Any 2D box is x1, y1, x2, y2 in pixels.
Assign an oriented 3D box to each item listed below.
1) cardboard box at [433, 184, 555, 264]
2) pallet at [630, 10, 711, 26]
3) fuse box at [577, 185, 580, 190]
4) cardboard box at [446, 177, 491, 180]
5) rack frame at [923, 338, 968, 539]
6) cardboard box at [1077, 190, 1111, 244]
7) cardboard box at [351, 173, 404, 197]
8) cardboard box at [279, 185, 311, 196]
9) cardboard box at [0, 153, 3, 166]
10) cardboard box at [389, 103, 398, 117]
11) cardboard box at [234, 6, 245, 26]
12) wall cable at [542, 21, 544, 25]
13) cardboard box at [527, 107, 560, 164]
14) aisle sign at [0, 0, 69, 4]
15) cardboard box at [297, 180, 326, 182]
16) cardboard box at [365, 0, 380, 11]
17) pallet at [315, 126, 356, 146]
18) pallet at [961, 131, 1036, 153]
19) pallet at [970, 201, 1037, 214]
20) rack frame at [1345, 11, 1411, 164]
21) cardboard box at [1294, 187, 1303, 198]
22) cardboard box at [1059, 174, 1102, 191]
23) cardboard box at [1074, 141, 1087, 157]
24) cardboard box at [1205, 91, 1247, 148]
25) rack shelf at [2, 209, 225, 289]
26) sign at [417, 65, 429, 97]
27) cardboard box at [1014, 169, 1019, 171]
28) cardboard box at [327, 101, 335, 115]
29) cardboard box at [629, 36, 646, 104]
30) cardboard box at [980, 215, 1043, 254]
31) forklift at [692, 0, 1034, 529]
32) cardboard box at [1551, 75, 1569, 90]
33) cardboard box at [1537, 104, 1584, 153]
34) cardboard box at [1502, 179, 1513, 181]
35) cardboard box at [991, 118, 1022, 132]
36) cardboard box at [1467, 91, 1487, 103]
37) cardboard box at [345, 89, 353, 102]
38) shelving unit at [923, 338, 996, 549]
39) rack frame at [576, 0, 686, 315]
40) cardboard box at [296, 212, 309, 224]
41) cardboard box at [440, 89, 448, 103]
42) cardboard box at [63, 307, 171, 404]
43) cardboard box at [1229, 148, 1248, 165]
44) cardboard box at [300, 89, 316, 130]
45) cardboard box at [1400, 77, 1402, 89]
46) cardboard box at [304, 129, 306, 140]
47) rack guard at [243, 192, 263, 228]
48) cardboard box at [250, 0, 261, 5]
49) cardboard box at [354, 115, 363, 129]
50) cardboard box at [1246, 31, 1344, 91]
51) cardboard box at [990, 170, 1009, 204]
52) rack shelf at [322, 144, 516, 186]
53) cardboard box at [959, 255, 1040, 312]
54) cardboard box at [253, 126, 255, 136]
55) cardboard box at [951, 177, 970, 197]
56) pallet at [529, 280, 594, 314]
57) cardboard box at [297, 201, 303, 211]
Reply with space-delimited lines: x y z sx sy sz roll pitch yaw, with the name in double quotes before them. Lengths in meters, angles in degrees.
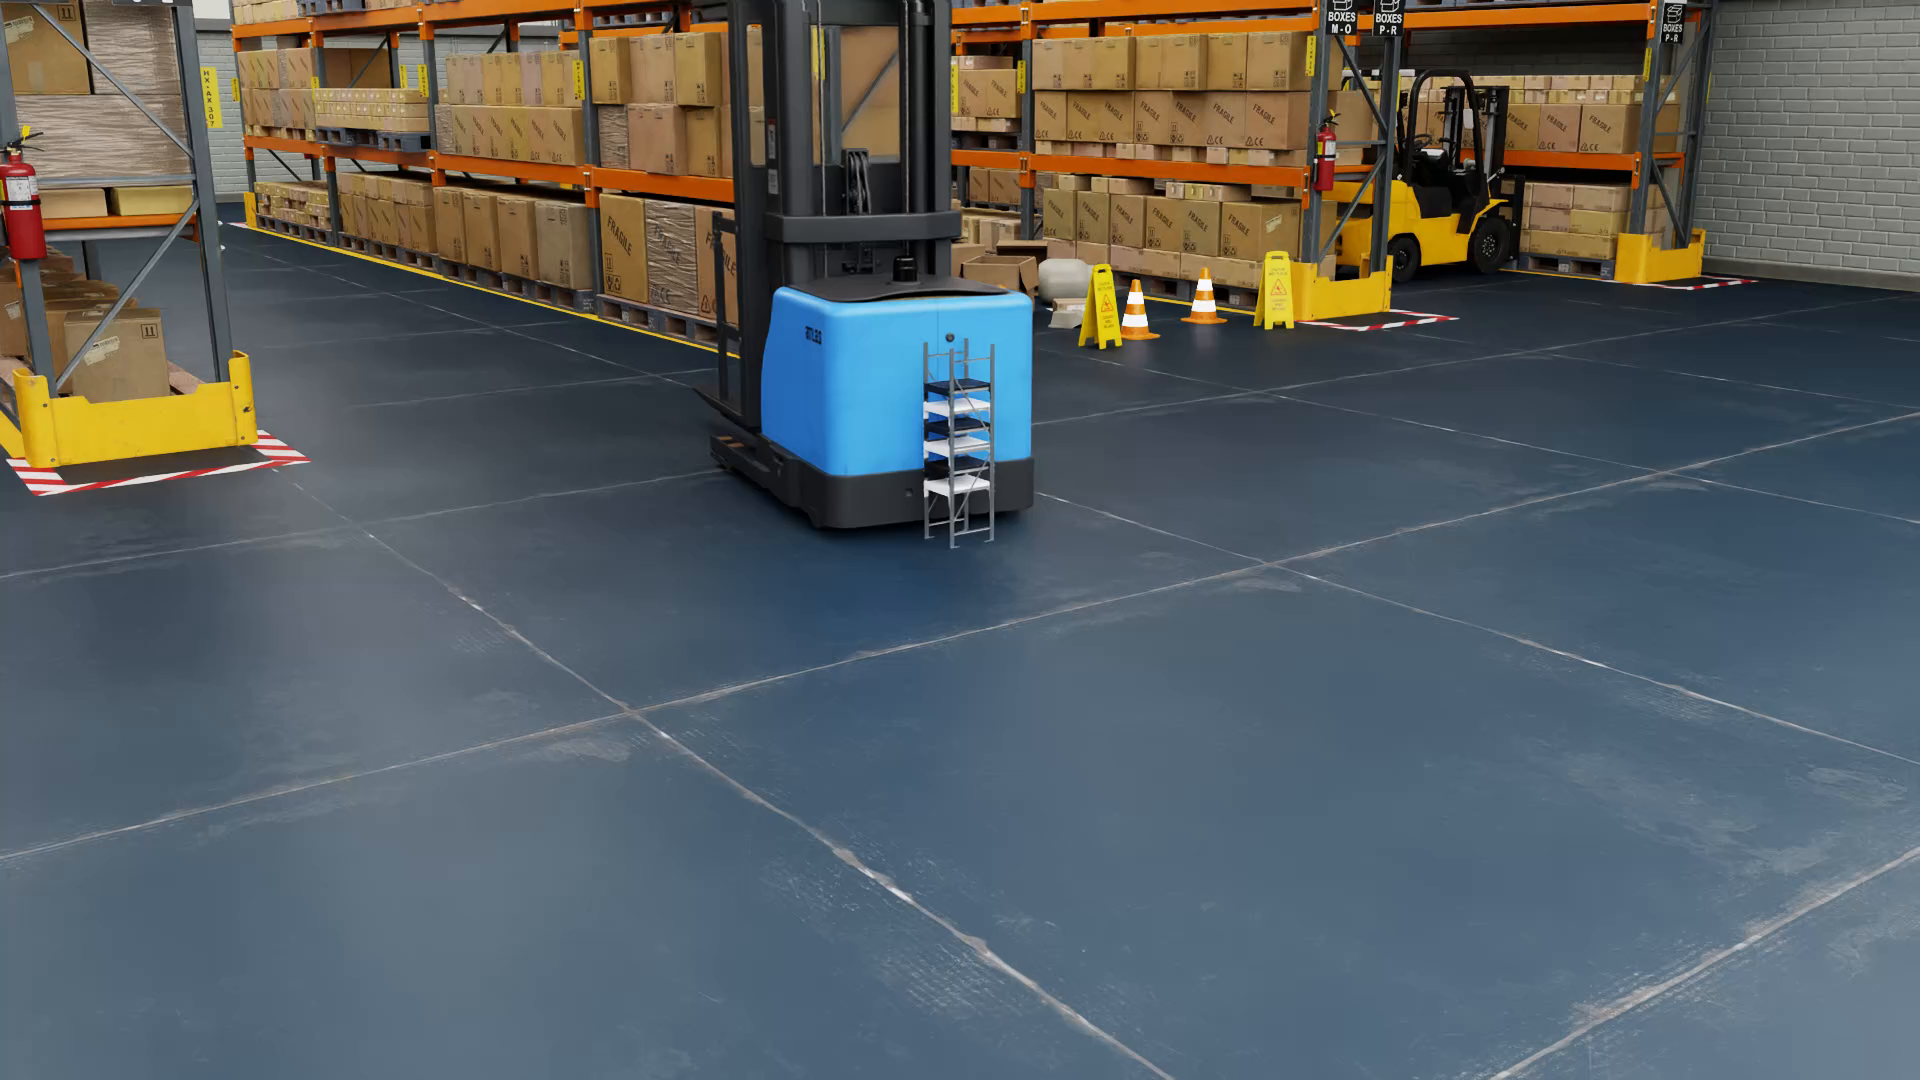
"cardboard box" -4.926 -3.369 17.668 1.050 0.750 0.750 -11 19 -35
"pallet" -4.091 -7.620 24.220 1.003 0.211 1.213 -11 19 -35
"fuse box" -7.519 -7.767 32.714 0.539 1.711 0.414 -11 19 -35
"cardboard box" -5.719 -4.047 19.199 0.500 0.250 0.500 -11 19 -35
"rack frame" -0.062 -0.457 7.542 0.240 0.900 0.006 -10 18 -33
"cardboard box" 1.538 -3.289 16.902 0.500 0.500 0.500 -10 18 -32
"cardboard box" -7.027 -4.296 20.109 0.500 0.250 0.500 -10 18 -33
"cardboard box" -9.209 -4.839 23.051 0.380 0.149 0.250 -10 18 -32
"cardboard box" -5.271 -2.340 9.692 0.875 0.500 0.500 -11 19 -35
"cardboard box" -6.028 -4.712 18.226 0.380 0.149 0.250 -10 18 -32
"cardboard box" -9.857 -7.343 23.323 0.500 0.250 0.500 -10 18 -33
"wall cable" -8.932 -11.074 30.991 2.355 3.000 0.029 -11 19 -35
"cardboard box" -3.679 -3.767 15.469 0.500 0.500 0.500 -11 19 -35
"aisle sign" -4.785 -3.133 8.416 0.394 0.787 0.004 -11 19 -35
"cardboard box" -9.398 -5.144 24.168 0.380 0.149 0.250 -11 19 -34
"cardboard box" -6.347 -6.185 18.620 0.500 0.500 0.500 -11 19 -35
"pallet" -7.231 -4.971 20.420 1.003 0.211 1.213 -11 19 -35
"pallet" 0.754 -4.424 18.422 1.003 0.211 1.213 -11 19 -35
"pallet" 0.904 -5.298 26.533 1.003 0.211 1.213 -11 19 -35
"rack frame" 5.098 -5.102 20.536 1.000 3.000 0.127 -11 19 -35
"cardboard box" 4.783 -4.269 21.195 0.875 0.625 0.625 -10 18 -32
"cardboard box" 1.239 -3.678 17.096 0.380 0.149 0.250 -11 19 -34
"cardboard box" 1.383 -3.995 16.966 0.380 0.149 0.250 -11 19 -35
"cardboard box" 2.605 -3.849 15.206 0.500 0.500 0.500 -11 19 -34
"rack shelf" -5.754 -2.019 10.633 1.077 0.370 4.000 -11 19 -35
"sign" -5.644 -4.829 17.496 0.100 0.325 0.005 -11 19 -35
"cardboard box" 1.065 -5.787 25.748 0.380 0.149 0.250 -11 19 -35
"cardboard box" -7.397 -5.209 20.042 0.380 0.149 0.250 -10 18 -33
"cardboard box" -2.252 -3.951 13.999 0.875 0.550 0.550 -11 19 -35
"cardboard box" 0.775 -3.378 18.418 0.950 0.372 0.625 -11 19 -34
"forklift" -0.710 -1.809 8.632 1.130 2.935 3.031 -7 17 -23
"cardboard box" 6.637 -4.961 18.037 0.380 0.149 0.250 -11 19 -34
"cardboard box" 6.651 -4.473 18.047 0.500 0.500 0.500 -10 18 -33
"cardboard box" 6.026 -3.980 18.956 0.500 0.250 0.500 -11 19 -36
"cardboard box" 0.560 -4.479 17.941 0.380 0.149 0.250 -11 19 -34
"cardboard box" 5.966 -5.021 18.822 0.380 0.149 0.250 -11 19 -36
"cardboard box" -6.942 -5.186 19.397 0.380 0.149 0.250 -10 18 -32
"shelving unit" -0.004 -0.435 7.461 0.258 0.900 0.210 -10 18 -33
"rack frame" -2.859 -3.541 14.832 1.000 3.000 0.127 -11 19 -35
"cardboard box" -8.678 -4.329 22.315 0.380 0.149 0.250 -11 19 -35
"cardboard box" -5.627 -5.002 18.725 0.380 0.149 0.250 -11 19 -35
"cardboard box" -4.932 -1.072 9.749 0.500 0.500 0.500 -7 17 -24
"cardboard box" 2.672 -3.497 15.148 0.380 0.149 0.250 -11 19 -35
"cardboard box" -8.076 -5.501 21.238 0.500 0.500 0.500 -11 19 -34
"cardboard box" 5.287 -5.454 19.838 0.380 0.149 0.250 -11 19 -34
"cardboard box" -8.364 -5.323 21.819 0.380 0.149 0.250 -12 19 -36
"rack guard" -9.870 -4.882 24.465 1.175 0.500 0.348 -11 19 -35
"cardboard box" -9.272 -7.364 22.455 0.500 0.250 0.500 -11 19 -34
"cardboard box" -6.785 -4.843 19.269 0.380 0.149 0.250 -12 19 -37
"cardboard box" 2.961 -4.226 14.688 0.700 0.500 0.500 -11 19 -36
"cardboard box" 0.818 -5.557 26.137 0.500 0.500 0.500 -11 19 -35
"rack shelf" -6.387 -4.475 19.608 1.077 0.370 4.000 -11 19 -35
"cardboard box" 0.357 -2.255 14.862 0.637 0.503 0.797 4 16 13
"cardboard box" -9.806 -5.814 23.614 0.380 0.149 0.250 -10 18 -33
"cardboard box" 0.197 -5.894 27.727 0.500 0.311 0.500 -10 18 -33
"pallet" -3.374 -2.349 15.760 1.003 0.211 1.213 -11 19 -35
"cardboard box" -8.721 -4.529 22.483 0.380 0.149 0.250 -12 19 -37
